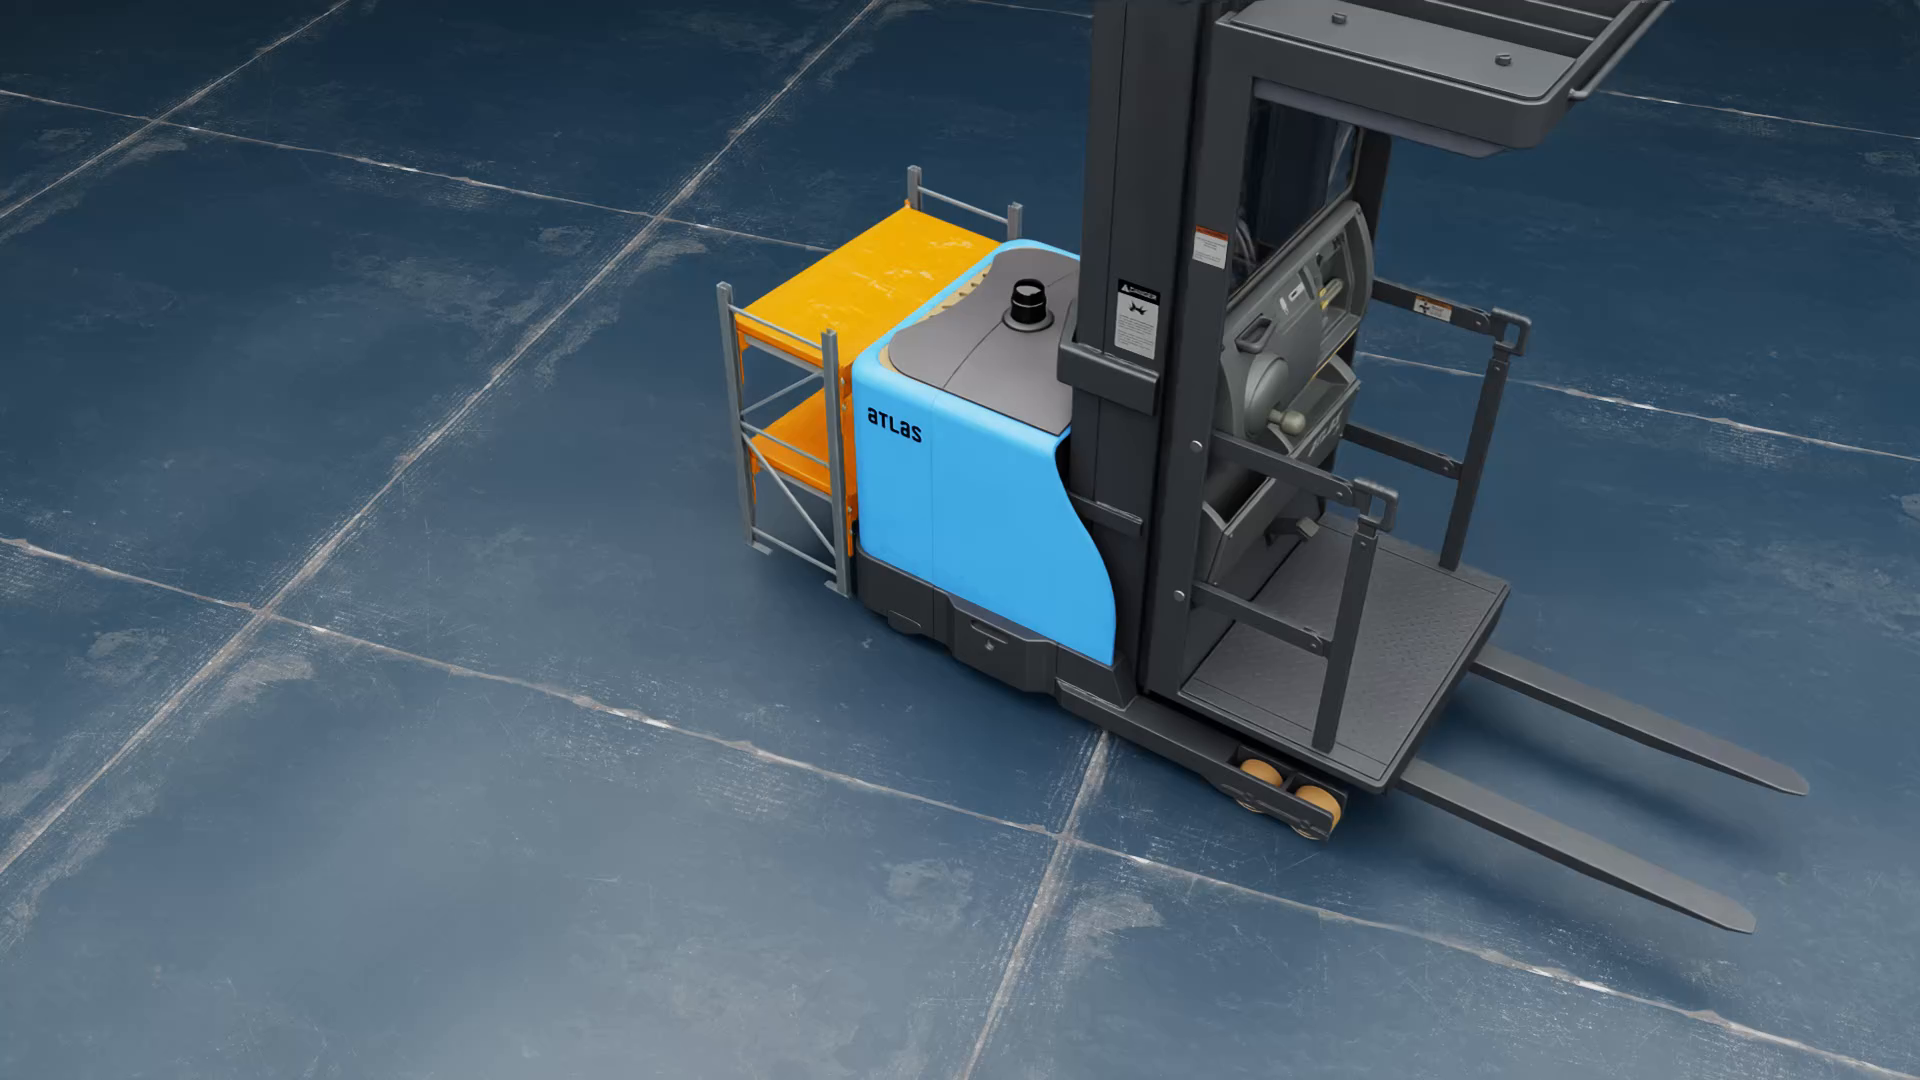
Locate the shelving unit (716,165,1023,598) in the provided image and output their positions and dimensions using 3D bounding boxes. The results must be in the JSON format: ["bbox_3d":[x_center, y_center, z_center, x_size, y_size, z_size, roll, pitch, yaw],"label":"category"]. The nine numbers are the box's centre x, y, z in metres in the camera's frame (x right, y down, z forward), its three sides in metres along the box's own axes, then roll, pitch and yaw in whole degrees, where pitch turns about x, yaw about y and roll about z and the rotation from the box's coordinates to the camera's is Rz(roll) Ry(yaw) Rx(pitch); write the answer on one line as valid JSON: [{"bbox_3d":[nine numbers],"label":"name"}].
[{"bbox_3d":[-0.292,-0.588,6.072,0.538,1.125,1.048,26,47,27],"label":"shelving unit"}]

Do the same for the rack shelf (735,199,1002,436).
[{"bbox_3d":[-0.292,-0.811,5.883,0.538,0.278,1.000,26,47,27],"label":"rack shelf"}]

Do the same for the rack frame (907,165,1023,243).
[{"bbox_3d":[0.014,-0.851,6.381,0.500,1.125,0.032,26,47,27],"label":"rack frame"}]

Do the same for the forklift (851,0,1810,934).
[{"bbox_3d":[1.142,-0.583,4.675,3.031,2.935,1.130,24,46,25],"label":"forklift"}]

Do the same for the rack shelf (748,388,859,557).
[{"bbox_3d":[-0.292,-0.402,6.231,0.538,0.278,1.000,26,47,27],"label":"rack shelf"}]

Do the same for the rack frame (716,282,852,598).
[{"bbox_3d":[-0.599,-0.325,5.764,0.500,1.125,0.032,26,47,27],"label":"rack frame"}]
